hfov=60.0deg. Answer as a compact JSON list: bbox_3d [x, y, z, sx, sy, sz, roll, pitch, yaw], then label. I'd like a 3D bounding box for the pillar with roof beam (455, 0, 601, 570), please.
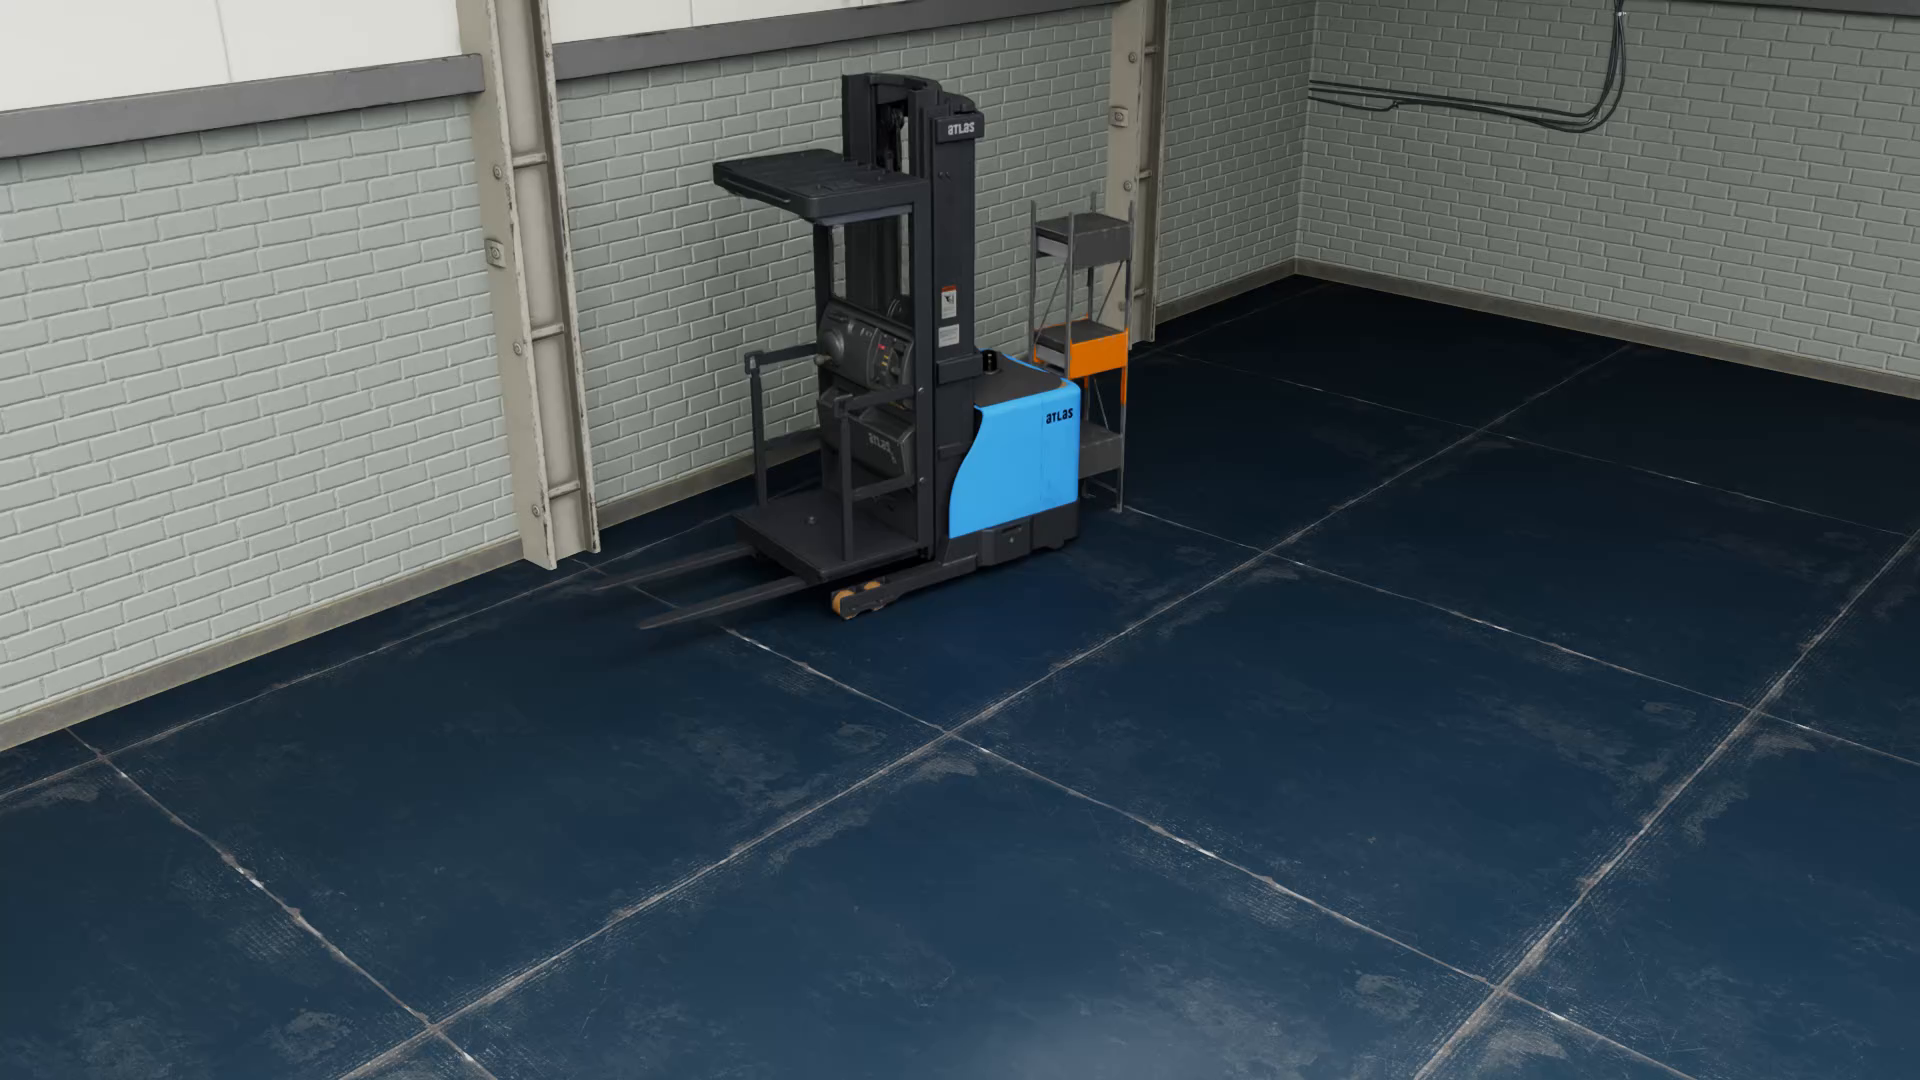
[{"bbox_3d":[0.676,-2.844,6.094,9.100,9.000,0.400,20,31,38],"label":"pillar with roof beam"}]

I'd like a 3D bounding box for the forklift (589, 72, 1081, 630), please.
[{"bbox_3d":[-0.725,-1.121,9.668,3.031,2.935,1.130,-17,29,-33],"label":"forklift"}]

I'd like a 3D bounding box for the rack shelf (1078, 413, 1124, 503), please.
[{"bbox_3d":[0.762,-0.492,11.026,0.480,0.518,0.431,-17,29,-33],"label":"rack shelf"}]

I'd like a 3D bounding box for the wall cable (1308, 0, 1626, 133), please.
[{"bbox_3d":[4.425,-4.967,14.625,3.097,2.526,0.112,20,31,38],"label":"wall cable"}]

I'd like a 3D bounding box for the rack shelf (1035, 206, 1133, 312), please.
[{"bbox_3d":[0.762,-1.770,10.453,0.480,0.518,0.431,-17,29,-33],"label":"rack shelf"}]

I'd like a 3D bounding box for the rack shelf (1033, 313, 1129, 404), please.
[{"bbox_3d":[0.762,-1.131,10.739,0.480,0.518,0.431,-17,29,-33],"label":"rack shelf"}]

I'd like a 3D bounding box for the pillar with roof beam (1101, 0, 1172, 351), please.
[{"bbox_3d":[4.680,-4.672,10.171,9.100,9.000,0.400,20,31,38],"label":"pillar with roof beam"}]

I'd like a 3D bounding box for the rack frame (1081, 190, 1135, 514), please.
[{"bbox_3d":[0.959,-1.202,10.865,0.015,2.100,0.400,-17,29,-33],"label":"rack frame"}]

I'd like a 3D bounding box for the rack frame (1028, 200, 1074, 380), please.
[{"bbox_3d":[0.565,-1.085,10.603,0.015,2.100,0.400,-17,29,-33],"label":"rack frame"}]

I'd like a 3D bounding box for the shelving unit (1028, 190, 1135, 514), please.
[{"bbox_3d":[0.762,-1.143,10.734,0.503,2.100,0.431,-17,29,-33],"label":"shelving unit"}]
